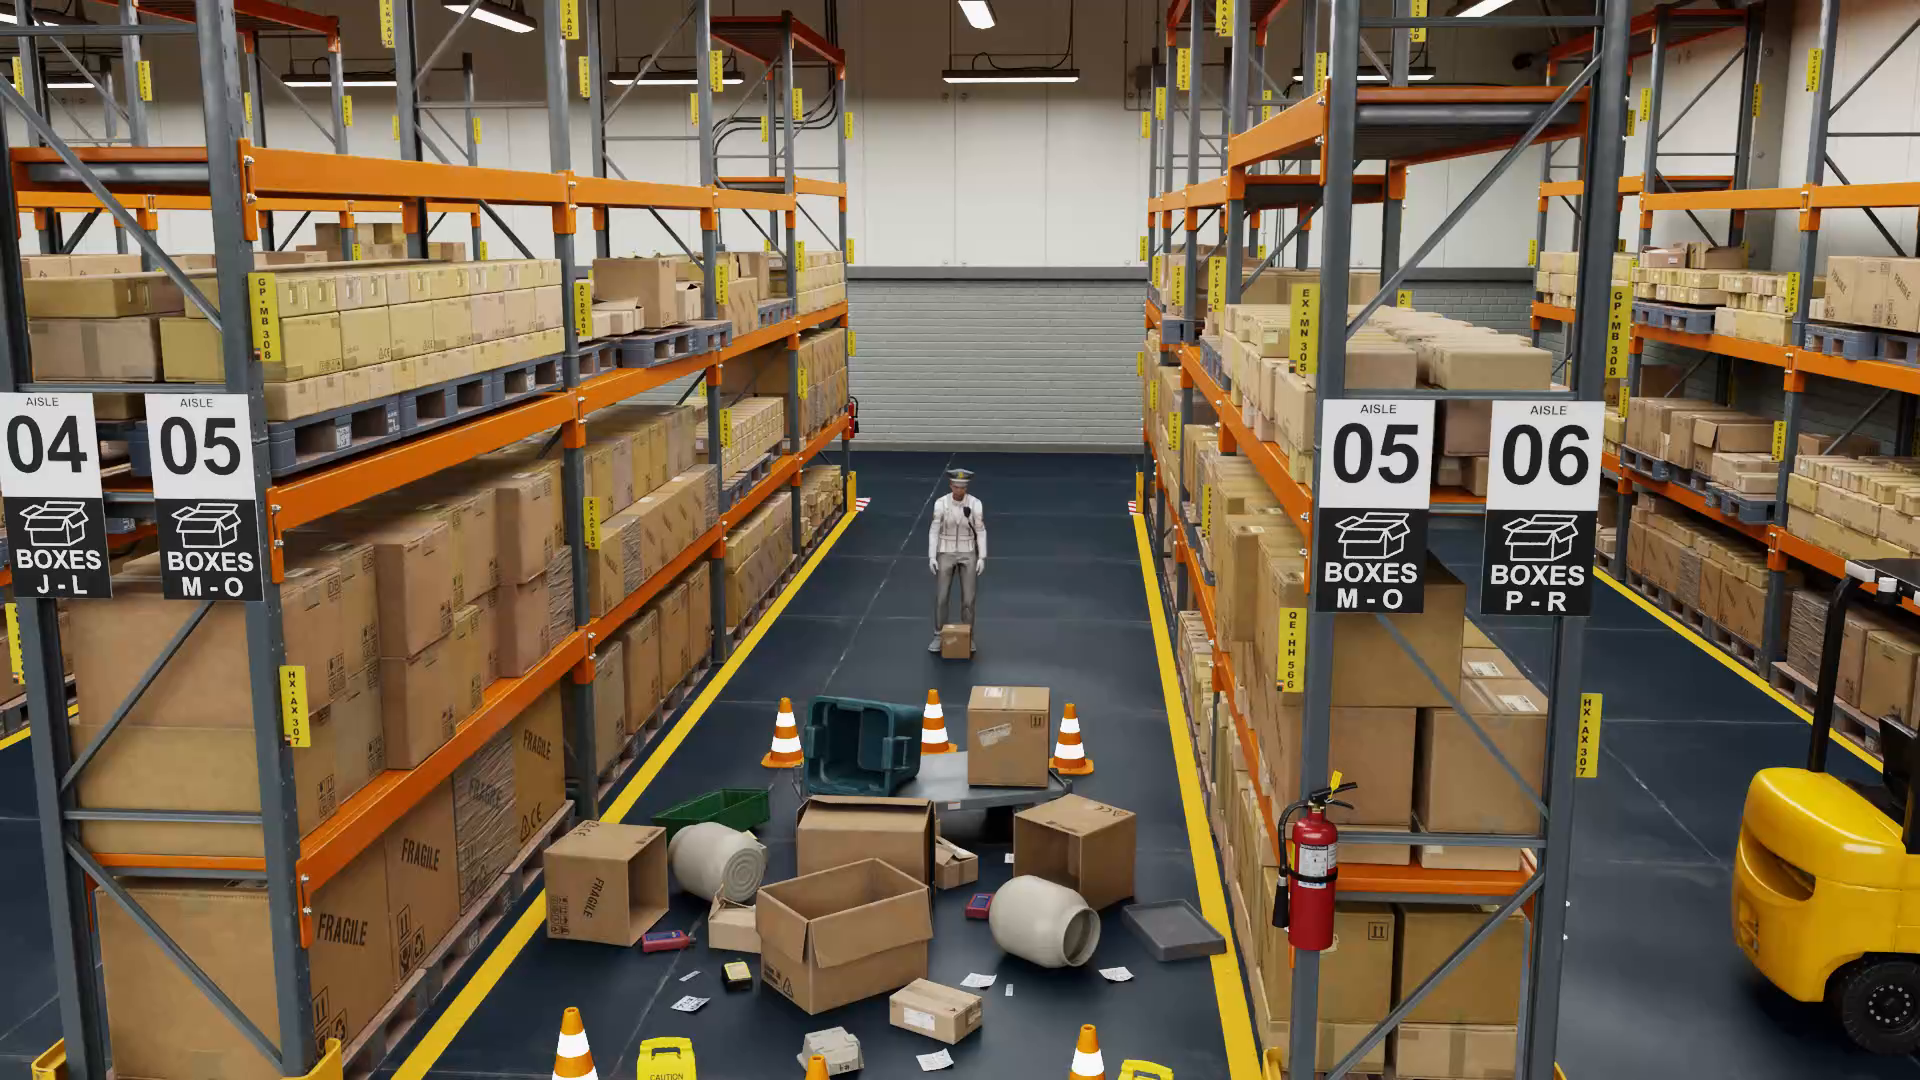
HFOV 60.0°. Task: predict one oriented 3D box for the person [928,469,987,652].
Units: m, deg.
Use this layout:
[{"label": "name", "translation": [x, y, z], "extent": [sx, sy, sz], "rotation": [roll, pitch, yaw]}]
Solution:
[{"label": "person", "translation": [-0.022, 0.174, 15.016], "extent": [0.530, 1.661, 0.376], "rotation": [0, 11, 1]}]
